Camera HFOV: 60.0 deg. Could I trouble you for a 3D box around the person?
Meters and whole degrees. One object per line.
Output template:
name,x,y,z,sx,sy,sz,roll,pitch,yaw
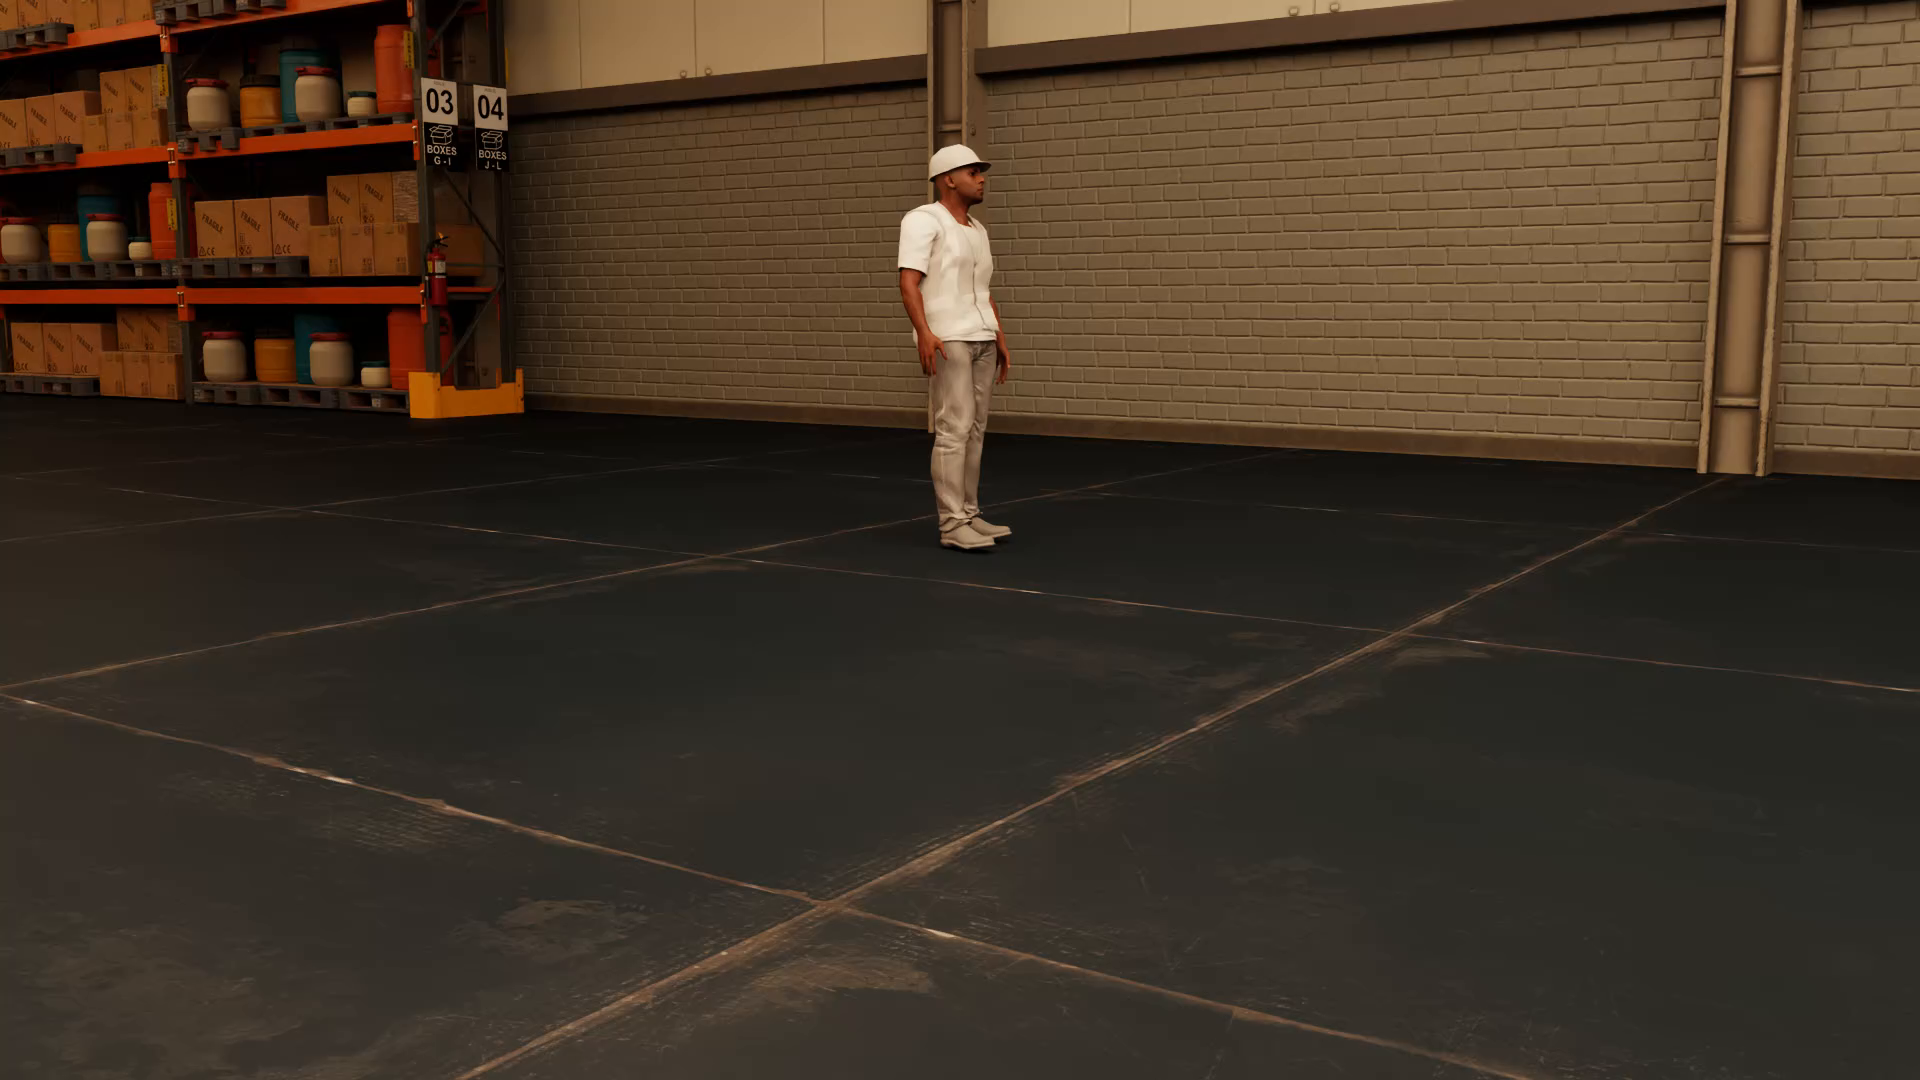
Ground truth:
person,0.054,-0.875,7.435,0.577,1.765,0.665,5,10,34
